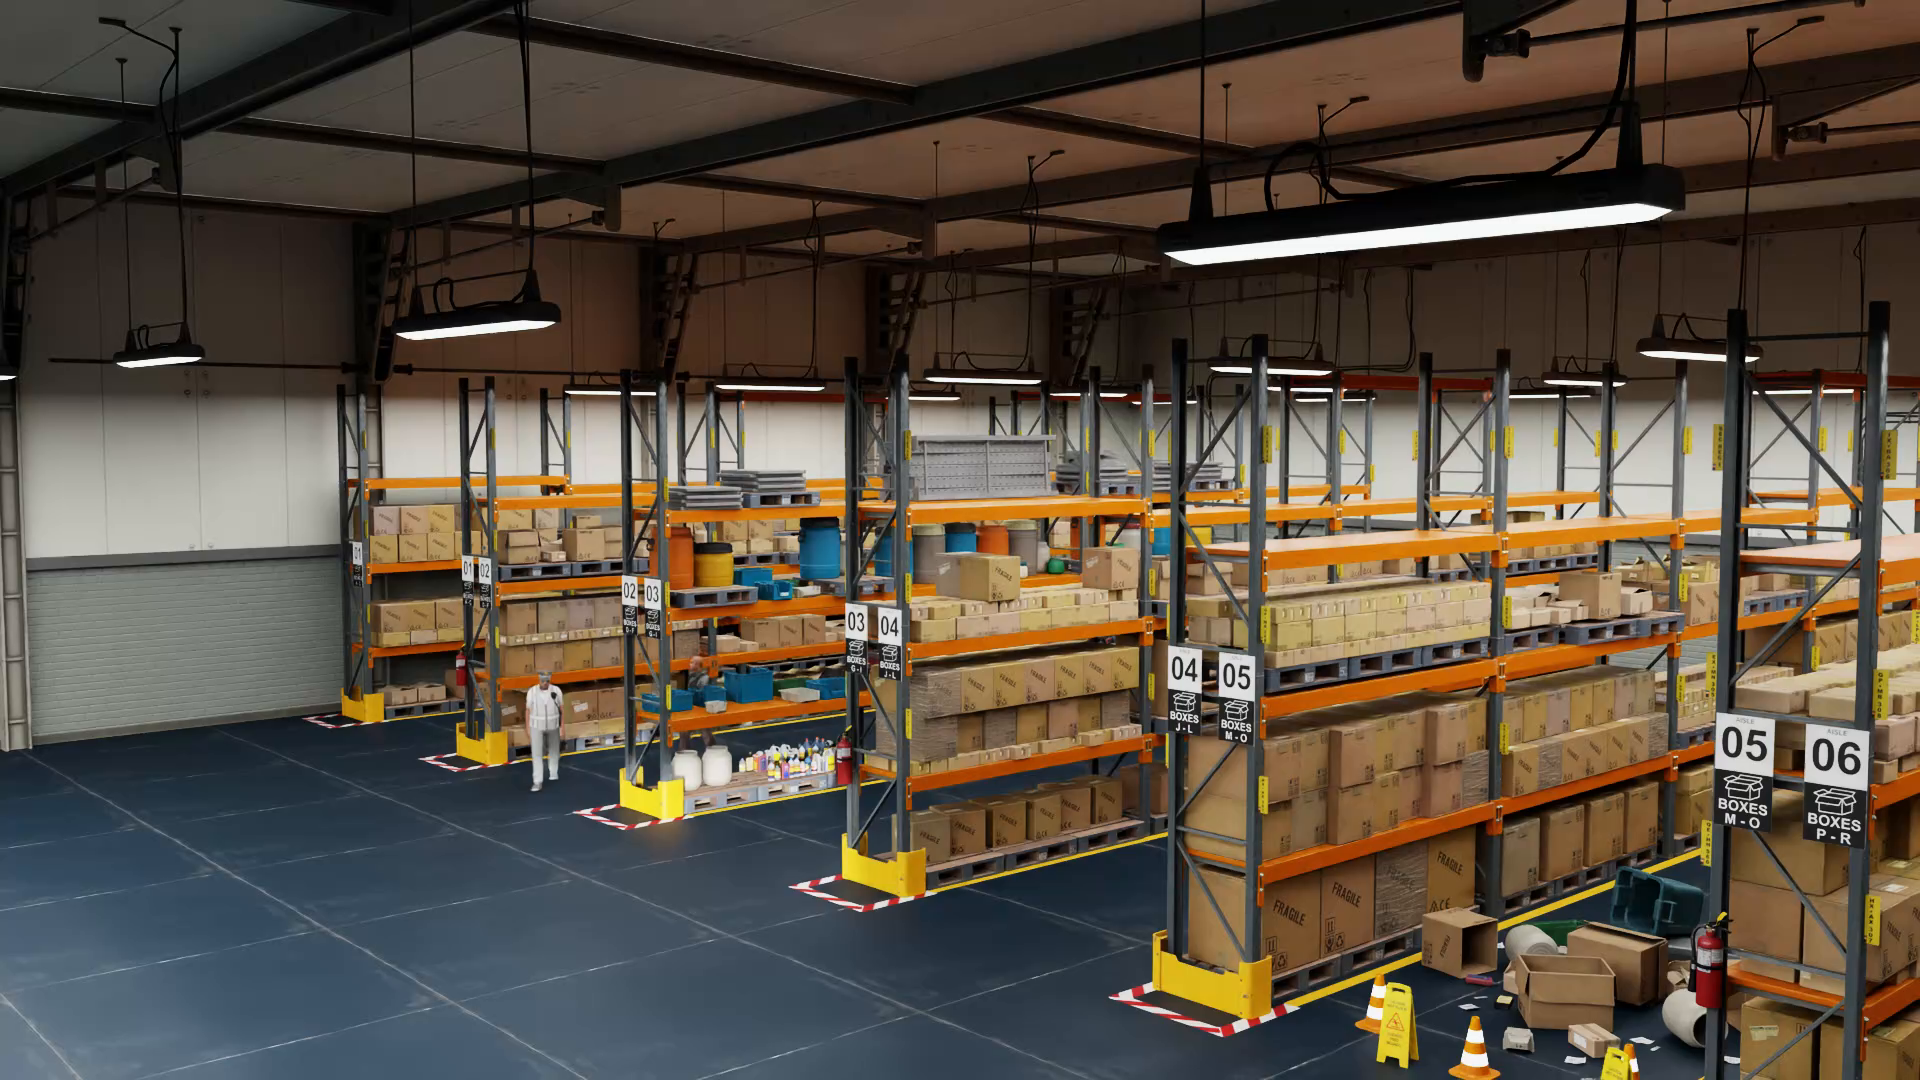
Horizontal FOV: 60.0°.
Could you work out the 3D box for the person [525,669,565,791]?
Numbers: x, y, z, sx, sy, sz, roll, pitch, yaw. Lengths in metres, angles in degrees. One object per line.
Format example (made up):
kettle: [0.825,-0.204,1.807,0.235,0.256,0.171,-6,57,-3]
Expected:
person: [-6.031,2.721,24.176,0.548,1.704,0.870,-2,4,-24]

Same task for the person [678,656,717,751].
person: [-4.069,2.637,25.450,0.837,1.714,0.560,-3,5,-37]
